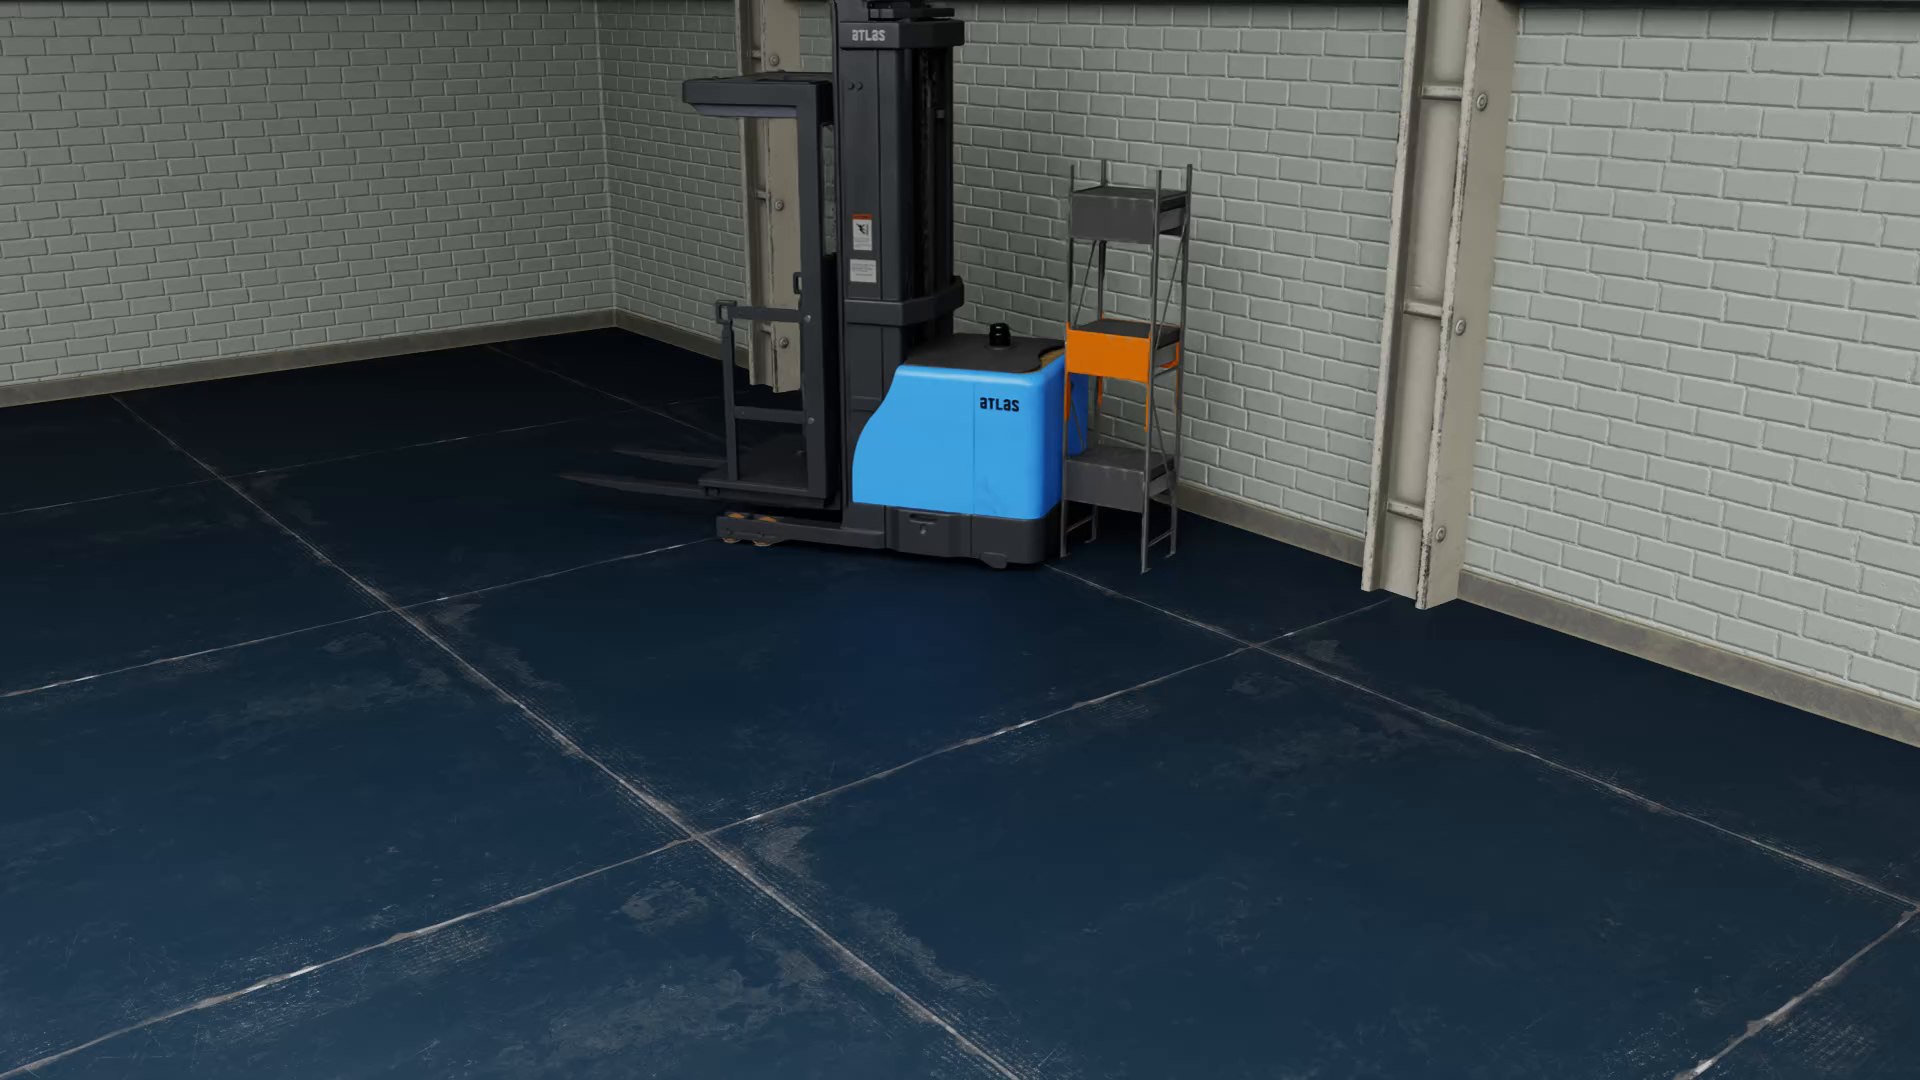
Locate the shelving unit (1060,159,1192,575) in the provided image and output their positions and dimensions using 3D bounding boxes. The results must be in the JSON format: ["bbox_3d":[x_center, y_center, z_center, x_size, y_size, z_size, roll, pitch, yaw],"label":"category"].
[{"bbox_3d":[0.865,-0.909,8.766,0.503,2.100,0.431,11,21,30],"label":"shelving unit"}]

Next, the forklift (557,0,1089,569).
[{"bbox_3d":[-0.837,-1.500,9.231,3.031,2.935,1.130,6,19,18],"label":"forklift"}]

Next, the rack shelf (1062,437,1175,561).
[{"bbox_3d":[0.865,-0.231,8.990,0.480,0.518,0.431,11,21,30],"label":"rack shelf"}]

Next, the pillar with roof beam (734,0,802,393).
[{"bbox_3d":[-4.786,-4.640,9.059,9.100,9.000,0.400,-14,23,-36],"label":"pillar with roof beam"}]

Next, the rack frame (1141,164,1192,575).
[{"bbox_3d":[1.073,-0.868,8.644,0.015,2.100,0.400,11,21,30],"label":"rack frame"}]

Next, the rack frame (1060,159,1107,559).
[{"bbox_3d":[0.658,-0.949,8.888,0.015,2.100,0.400,11,21,30],"label":"rack frame"}]

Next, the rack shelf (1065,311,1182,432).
[{"bbox_3d":[0.865,-0.896,8.770,0.480,0.518,0.431,11,21,30],"label":"rack shelf"}]

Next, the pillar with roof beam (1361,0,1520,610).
[{"bbox_3d":[-1.061,-3.161,4.594,9.100,9.000,0.400,-14,23,-36],"label":"pillar with roof beam"}]

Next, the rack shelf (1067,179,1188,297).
[{"bbox_3d":[0.865,-1.560,8.550,0.480,0.518,0.431,11,21,30],"label":"rack shelf"}]
